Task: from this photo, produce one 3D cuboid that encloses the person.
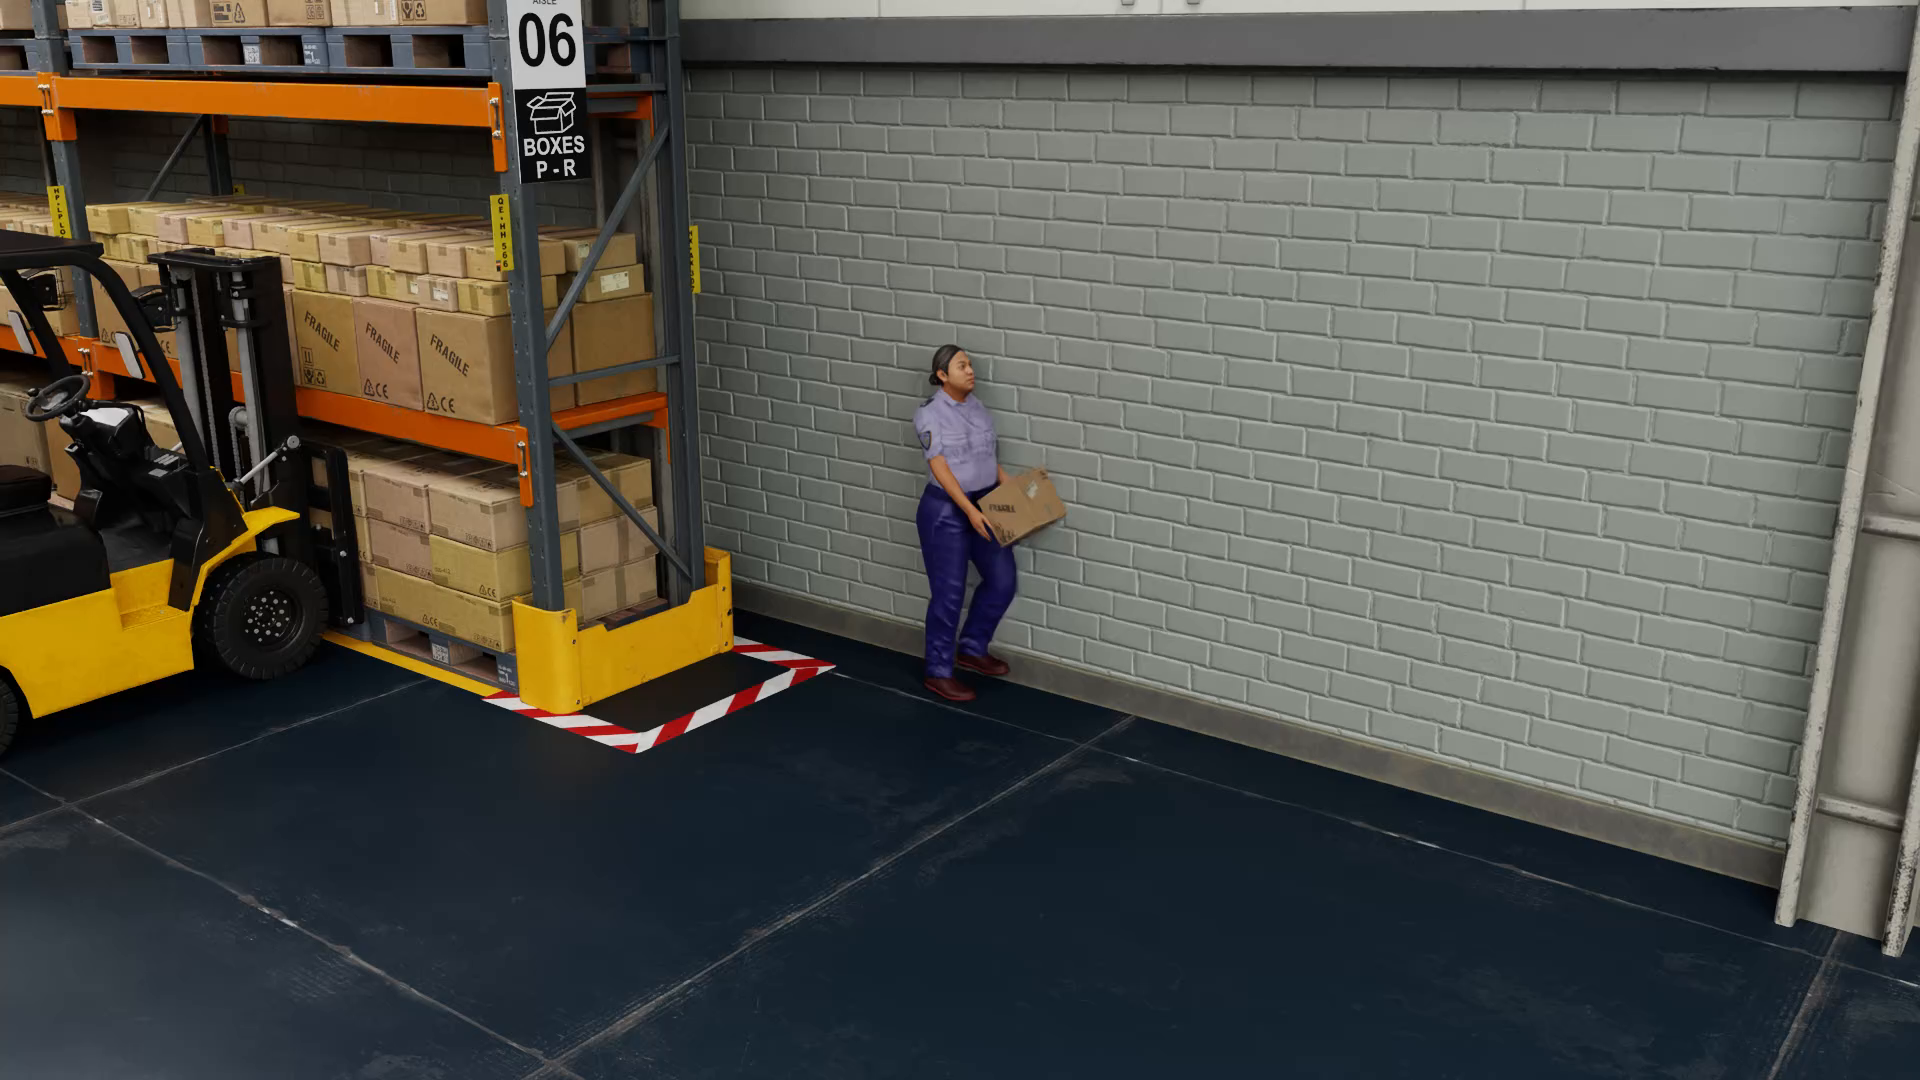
[{"bbox_3d":[0.050,-0.083,7.865,0.476,1.634,0.516,-16,23,-43],"label":"person"}]
